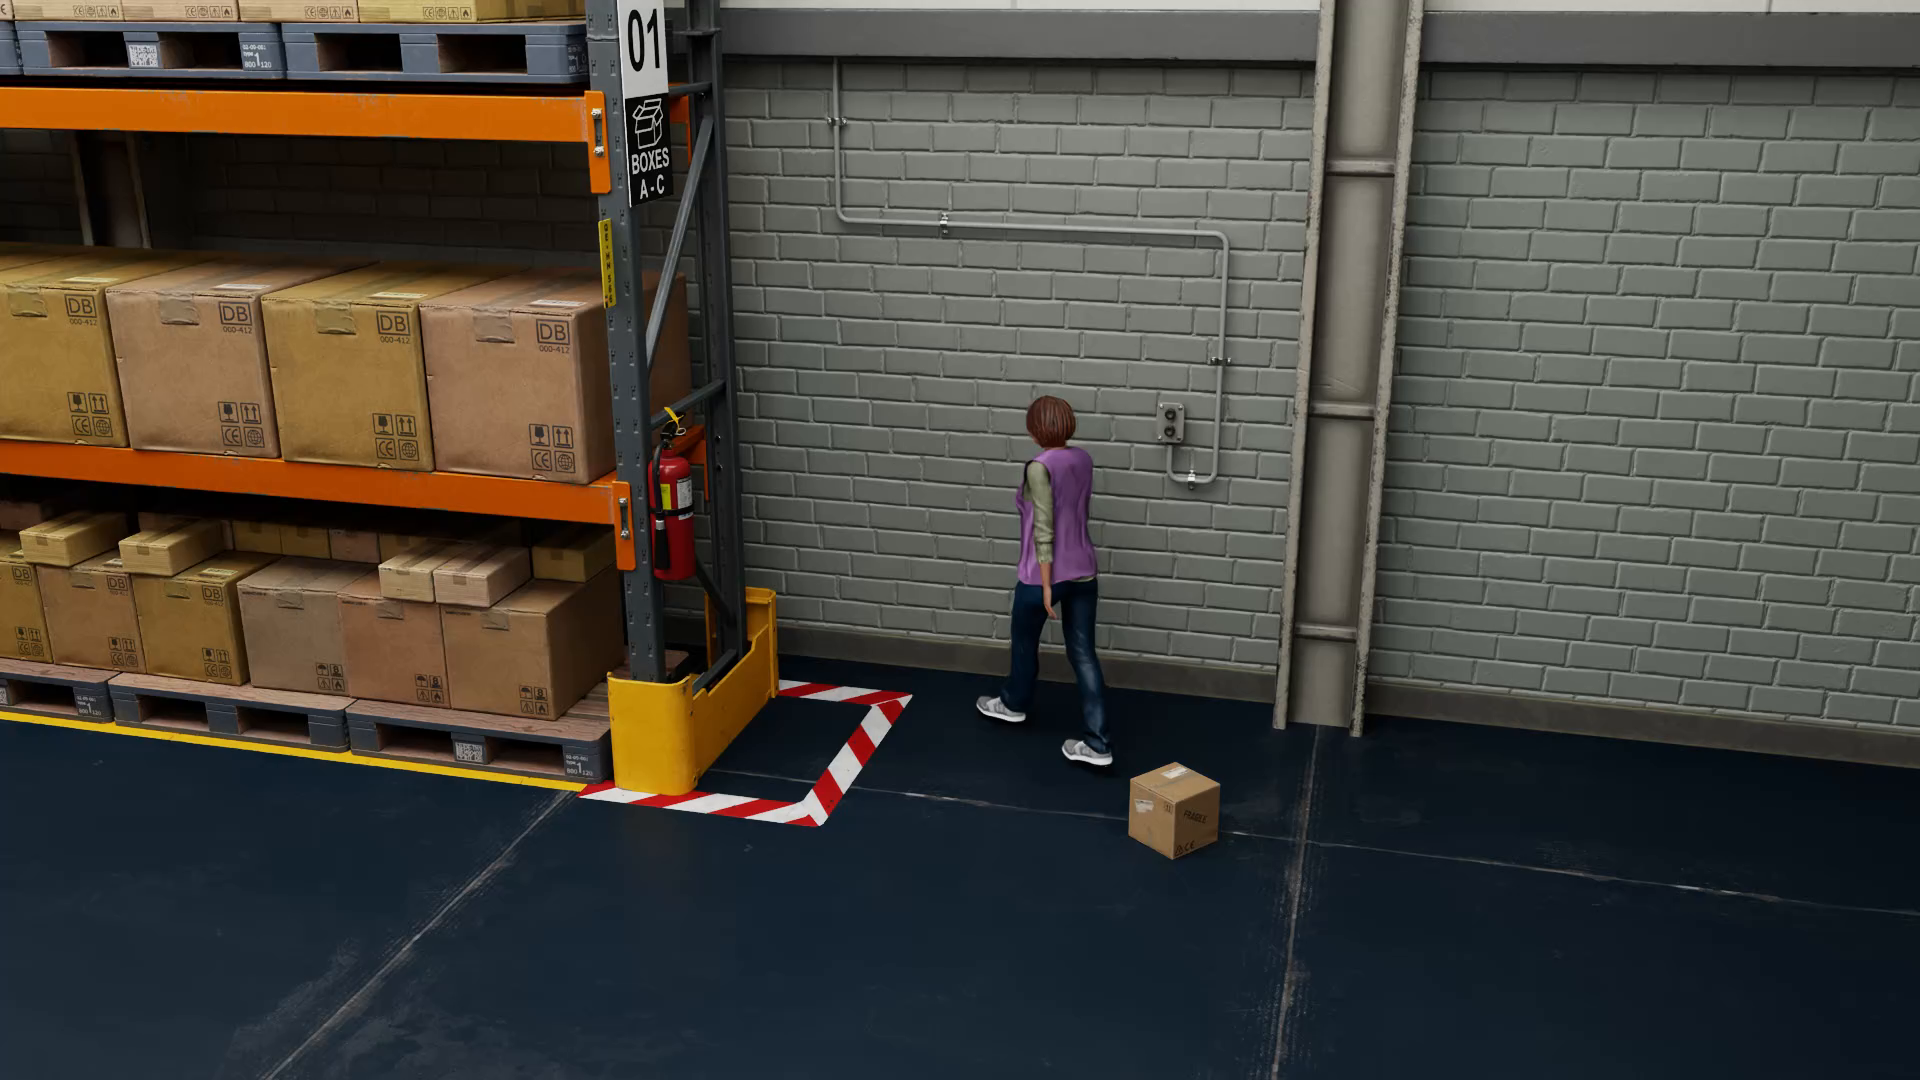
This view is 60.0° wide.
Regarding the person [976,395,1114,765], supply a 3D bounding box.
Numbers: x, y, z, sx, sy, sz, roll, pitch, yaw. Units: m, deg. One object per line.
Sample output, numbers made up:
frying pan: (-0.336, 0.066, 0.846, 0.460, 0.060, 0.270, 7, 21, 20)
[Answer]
person: (0.422, 0.139, 7.149, 0.411, 1.539, 0.872, -11, 21, -30)
